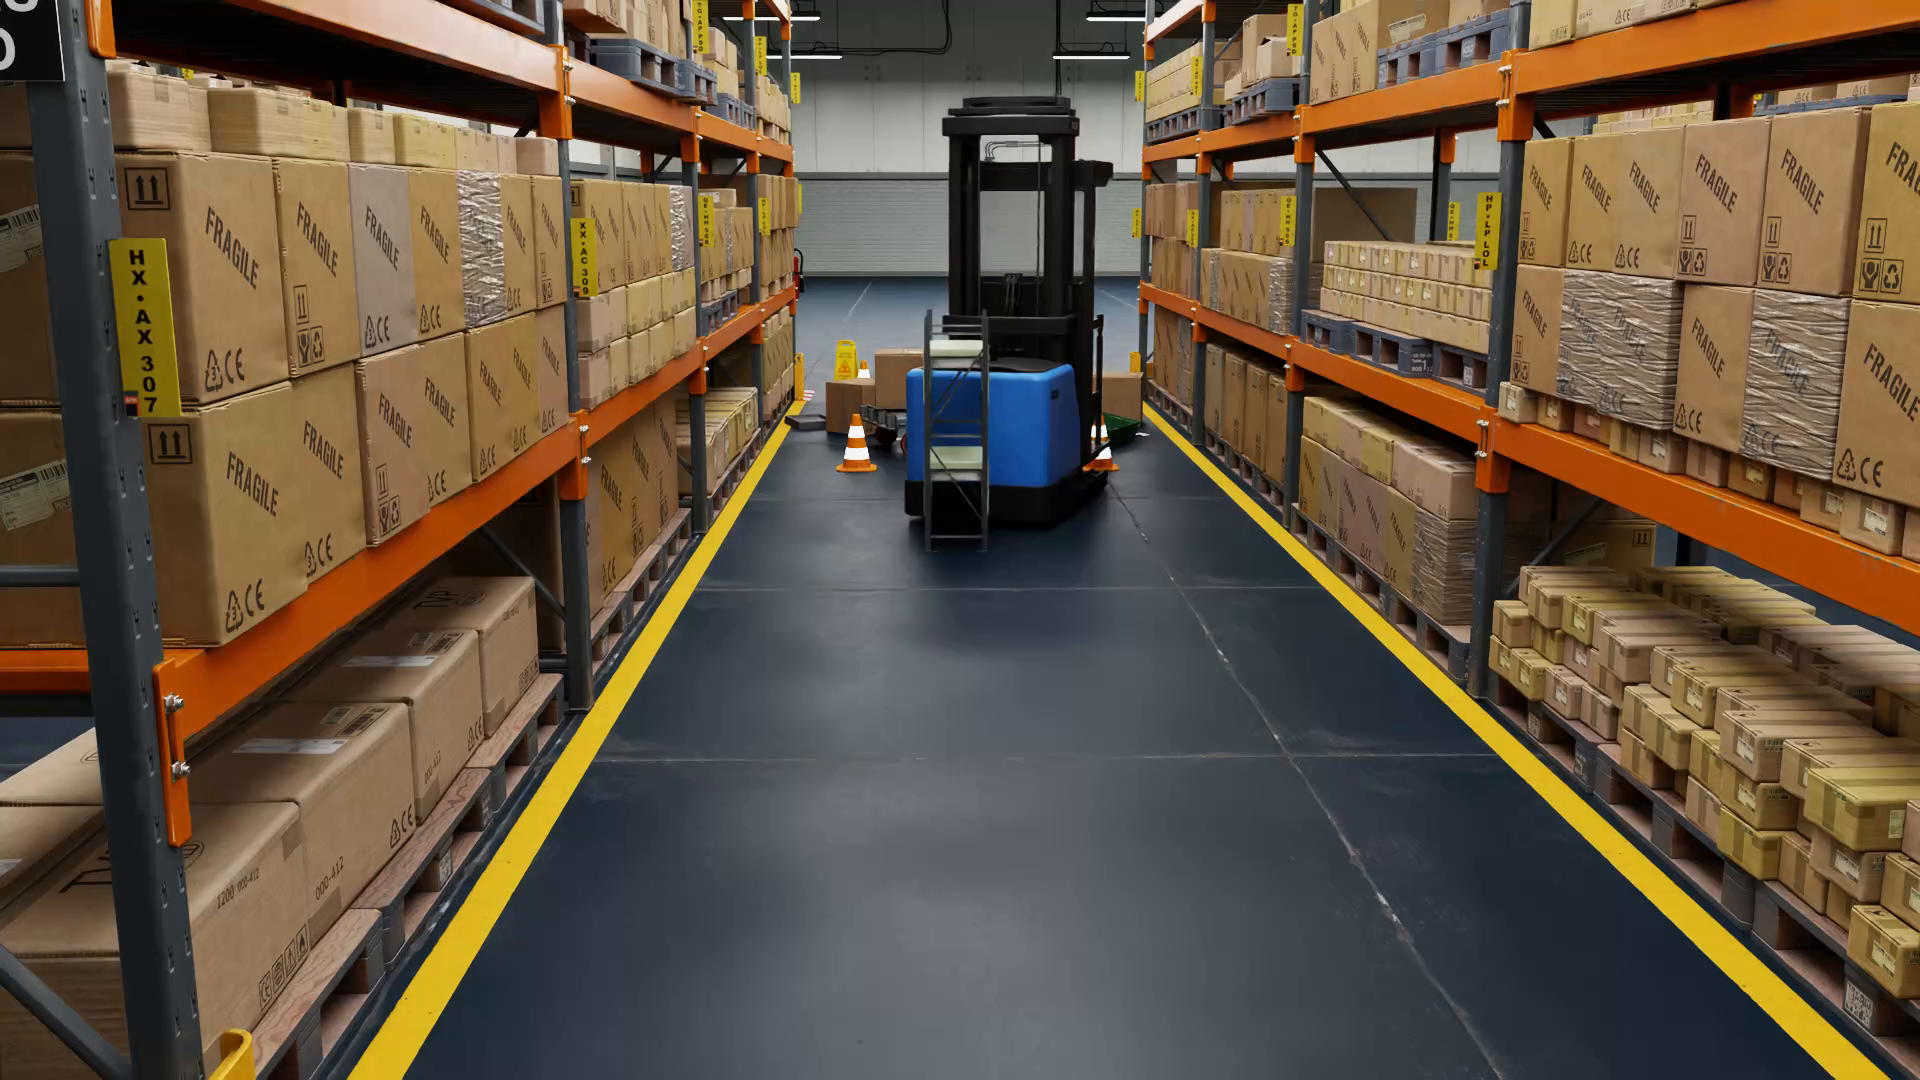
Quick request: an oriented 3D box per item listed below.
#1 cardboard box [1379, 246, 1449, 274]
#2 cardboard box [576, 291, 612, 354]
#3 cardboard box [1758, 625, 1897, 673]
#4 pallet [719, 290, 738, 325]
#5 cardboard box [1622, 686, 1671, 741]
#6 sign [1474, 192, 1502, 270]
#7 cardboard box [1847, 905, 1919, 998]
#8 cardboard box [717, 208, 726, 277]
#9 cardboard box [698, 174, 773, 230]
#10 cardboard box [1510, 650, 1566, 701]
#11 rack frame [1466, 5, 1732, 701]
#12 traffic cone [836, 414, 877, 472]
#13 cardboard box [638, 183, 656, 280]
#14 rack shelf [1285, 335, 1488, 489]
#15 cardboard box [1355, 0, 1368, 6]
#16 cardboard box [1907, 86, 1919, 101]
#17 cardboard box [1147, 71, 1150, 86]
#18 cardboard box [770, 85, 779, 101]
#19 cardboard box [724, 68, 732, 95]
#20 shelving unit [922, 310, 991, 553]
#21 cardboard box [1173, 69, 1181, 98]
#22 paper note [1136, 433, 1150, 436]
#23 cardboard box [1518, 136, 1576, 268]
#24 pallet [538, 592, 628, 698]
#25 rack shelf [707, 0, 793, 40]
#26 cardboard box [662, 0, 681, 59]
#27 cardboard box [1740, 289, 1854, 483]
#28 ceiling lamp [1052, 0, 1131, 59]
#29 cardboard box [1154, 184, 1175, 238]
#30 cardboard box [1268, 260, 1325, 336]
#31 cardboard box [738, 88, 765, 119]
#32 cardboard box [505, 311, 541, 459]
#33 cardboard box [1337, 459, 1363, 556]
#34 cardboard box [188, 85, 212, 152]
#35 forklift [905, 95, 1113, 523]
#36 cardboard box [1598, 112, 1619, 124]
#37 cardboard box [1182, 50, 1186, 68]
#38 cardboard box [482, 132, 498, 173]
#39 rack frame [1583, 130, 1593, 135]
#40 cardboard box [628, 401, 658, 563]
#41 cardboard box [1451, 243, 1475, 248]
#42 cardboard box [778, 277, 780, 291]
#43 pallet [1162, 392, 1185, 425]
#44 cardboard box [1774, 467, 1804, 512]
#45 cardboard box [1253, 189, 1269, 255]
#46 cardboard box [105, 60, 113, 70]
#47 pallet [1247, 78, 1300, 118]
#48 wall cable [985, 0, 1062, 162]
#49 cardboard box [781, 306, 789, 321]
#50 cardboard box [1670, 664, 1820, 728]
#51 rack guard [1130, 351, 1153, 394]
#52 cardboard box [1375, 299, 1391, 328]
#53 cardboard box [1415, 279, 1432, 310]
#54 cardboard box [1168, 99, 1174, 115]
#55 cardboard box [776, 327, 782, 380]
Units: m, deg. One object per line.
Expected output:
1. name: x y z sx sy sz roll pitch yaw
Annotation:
1. cardboard box: 2.578 -1.574 9.355 0.380 0.149 0.250 0 11 1
2. cardboard box: -1.858 -0.979 7.459 0.500 0.250 0.500 -1 11 -3
3. cardboard box: 3.166 0.416 6.082 0.380 0.149 0.250 -1 11 -4
4. pallet: -2.295 -1.813 12.934 1.003 0.211 1.213 0 11 -1
5. cardboard box: 2.566 0.617 5.839 0.380 0.149 0.250 0 11 -2
6. sign: 2.261 -1.323 7.126 0.100 0.325 0.005 0 11 -1
7. cardboard box: 2.573 1.073 4.340 0.380 0.149 0.250 0 11 1
8. cardboard box: -2.027 -2.214 12.371 0.500 0.500 0.500 0 11 0
9. cardboard box: -2.089 -3.082 15.192 0.700 0.500 0.500 0 11 -2
10. cardboard box: 2.508 0.559 6.874 0.380 0.149 0.250 0 11 1
11. rack frame: 2.816 -0.759 7.256 1.000 3.000 0.127 0 11 -1
12. traffic cone: -0.871 -0.825 13.961 0.336 0.463 0.334 0 11 -1
13. cardboard box: -1.916 -1.650 8.880 0.500 0.500 0.500 0 11 -2
14. rack shelf: 2.775 -0.804 9.287 1.077 0.370 4.000 0 11 -1
15. cardboard box: 2.521 -3.214 9.635 0.396 0.266 0.258 0 11 -1
16. cardboard box: 7.408 -3.243 12.332 0.500 0.250 0.500 0 11 0
17. cardboard box: 2.257 -5.069 18.276 0.380 0.149 0.250 0 11 -1
18. cardboard box: -2.011 -4.471 16.635 0.380 0.149 0.250 0 11 0
19. cardboard box: -2.134 -3.695 13.505 0.500 0.250 0.500 0 11 0
20. shelving unit: -0.022 -0.728 10.874 0.431 1.500 0.755 0 11 0
21. cardboard box: 2.365 -4.443 16.192 0.500 0.250 0.500 0 11 -2
22. paper note: 1.731 -1.024 16.030 0.147 0.020 0.142 -10 15 -40
23. cardboard box: 2.582 -1.353 6.670 0.500 0.500 0.500 0 11 0
24. pallet: -2.222 0.495 8.088 1.003 0.211 1.213 0 11 -1
25. rack shelf: -2.338 -5.292 16.330 1.077 0.370 4.000 0 11 -1
26. cardboard box: -2.003 -3.043 9.660 0.700 0.500 0.500 -1 11 -4
27. cardboard box: 2.607 -0.450 4.734 0.500 0.500 0.500 0 11 -1
28. ceiling lamp: 3.369 -13.987 42.688 2.000 3.185 0.800 0 11 -1
29. cardboard box: 2.516 -3.452 17.439 0.875 0.550 0.550 0 11 -1
30. cardboard box: 2.456 -1.692 11.601 0.500 0.500 0.500 0 11 -1
31. cardboard box: -2.032 -3.940 15.019 0.500 0.250 0.500 0 11 -2
32. cardboard box: -1.850 -0.574 6.093 0.500 0.500 0.500 -1 11 -3
33. cardboard box: 2.522 -0.191 9.688 0.500 0.500 0.500 -1 11 -3
34. cardboard box: -1.855 -0.904 3.572 0.380 0.149 0.250 0 11 0
35. forklift: 0.522 -1.801 12.564 1.130 2.935 3.031 3 12 16
36. cardboard box: 7.212 -4.629 18.162 0.380 0.149 0.250 0 11 0
37. cardboard box: 2.310 -4.563 15.781 0.380 0.149 0.250 0 11 0
38. cardboard box: -1.914 -1.413 6.082 0.380 0.149 0.250 0 11 -1
39. rack frame: 7.529 -3.145 19.015 1.000 3.000 0.127 0 11 -1
40. cardboard box: -2.268 -0.363 9.593 0.875 0.875 0.875 0 11 0
41. cardboard box: 3.210 -1.731 10.126 0.380 0.149 0.250 0 11 1
42. cardboard box: -2.061 -2.653 17.226 0.380 0.149 0.250 0 11 -2
43. pallet: 2.685 -1.377 17.317 1.003 0.211 1.213 0 11 -1
44. cardboard box: 2.671 -0.161 4.939 0.380 0.149 0.250 -1 11 -4
45. cardboard box: 2.699 -2.487 13.005 0.700 0.500 0.500 0 11 -2
46. cardboard box: -6.984 -3.673 12.994 0.500 0.311 0.500 -1 11 -3
47. pallet: 2.667 -3.059 11.526 1.213 0.211 1.003 0 11 1
48. wall cable: 1.905 -14.138 49.560 2.305 6.003 0.169 0 11 -1
49. cardboard box: -2.027 -2.417 17.769 0.380 0.149 0.250 0 11 0
50. cardboard box: 2.623 0.521 5.565 0.380 0.149 0.250 0 11 -1
51. rack guard: 2.567 -1.924 19.286 1.175 0.500 0.348 0 11 -1
52. cardboard box: 2.570 -1.283 9.417 0.380 0.149 0.250 0 11 0
53. cardboard box: 2.587 -1.274 8.620 0.380 0.149 0.250 -1 11 -4
54. cardboard box: 2.291 -4.325 16.615 0.380 0.149 0.250 0 11 -1
55. cardboard box: -2.070 -1.862 16.668 0.500 0.500 0.500 0 11 2
